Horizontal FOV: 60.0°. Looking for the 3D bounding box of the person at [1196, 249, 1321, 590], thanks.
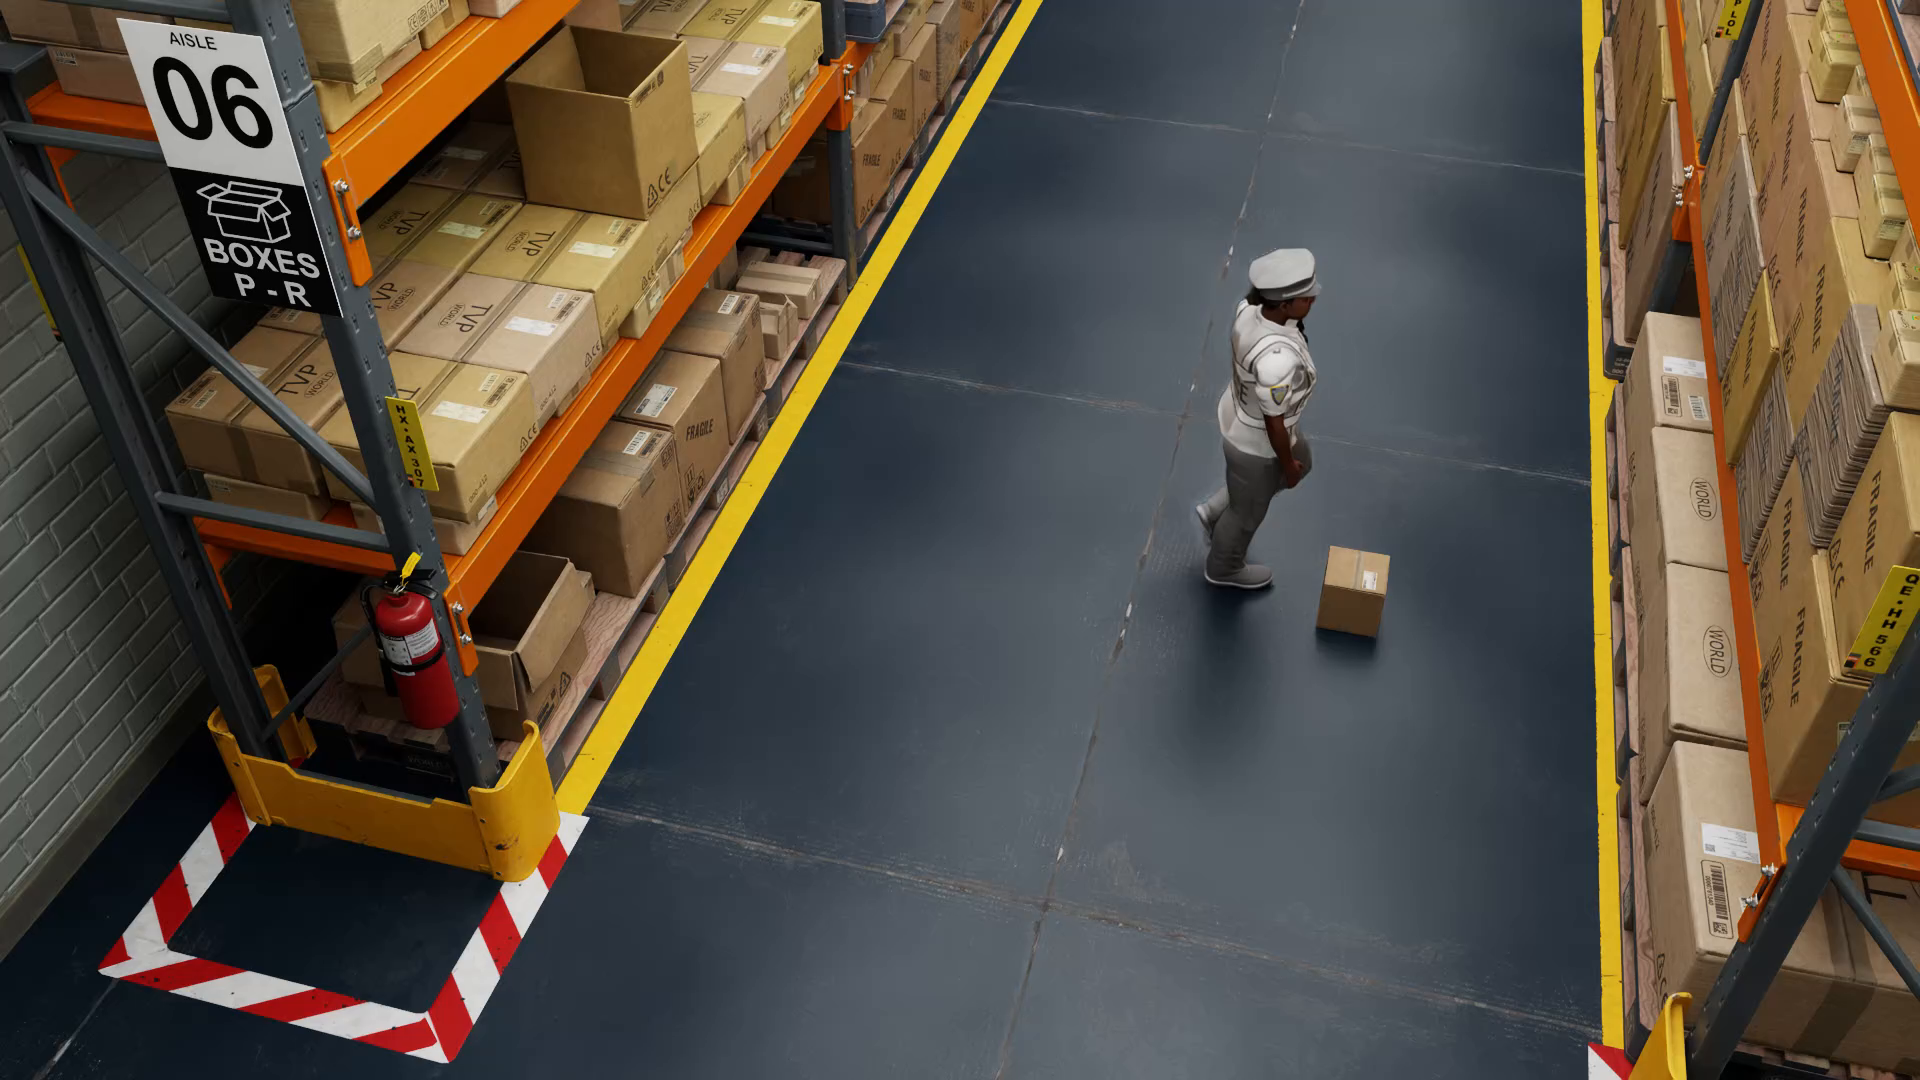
[{"bbox_3d":[1.234,-0.431,6.606,0.462,1.678,0.531,1,41,1],"label":"person"}]
